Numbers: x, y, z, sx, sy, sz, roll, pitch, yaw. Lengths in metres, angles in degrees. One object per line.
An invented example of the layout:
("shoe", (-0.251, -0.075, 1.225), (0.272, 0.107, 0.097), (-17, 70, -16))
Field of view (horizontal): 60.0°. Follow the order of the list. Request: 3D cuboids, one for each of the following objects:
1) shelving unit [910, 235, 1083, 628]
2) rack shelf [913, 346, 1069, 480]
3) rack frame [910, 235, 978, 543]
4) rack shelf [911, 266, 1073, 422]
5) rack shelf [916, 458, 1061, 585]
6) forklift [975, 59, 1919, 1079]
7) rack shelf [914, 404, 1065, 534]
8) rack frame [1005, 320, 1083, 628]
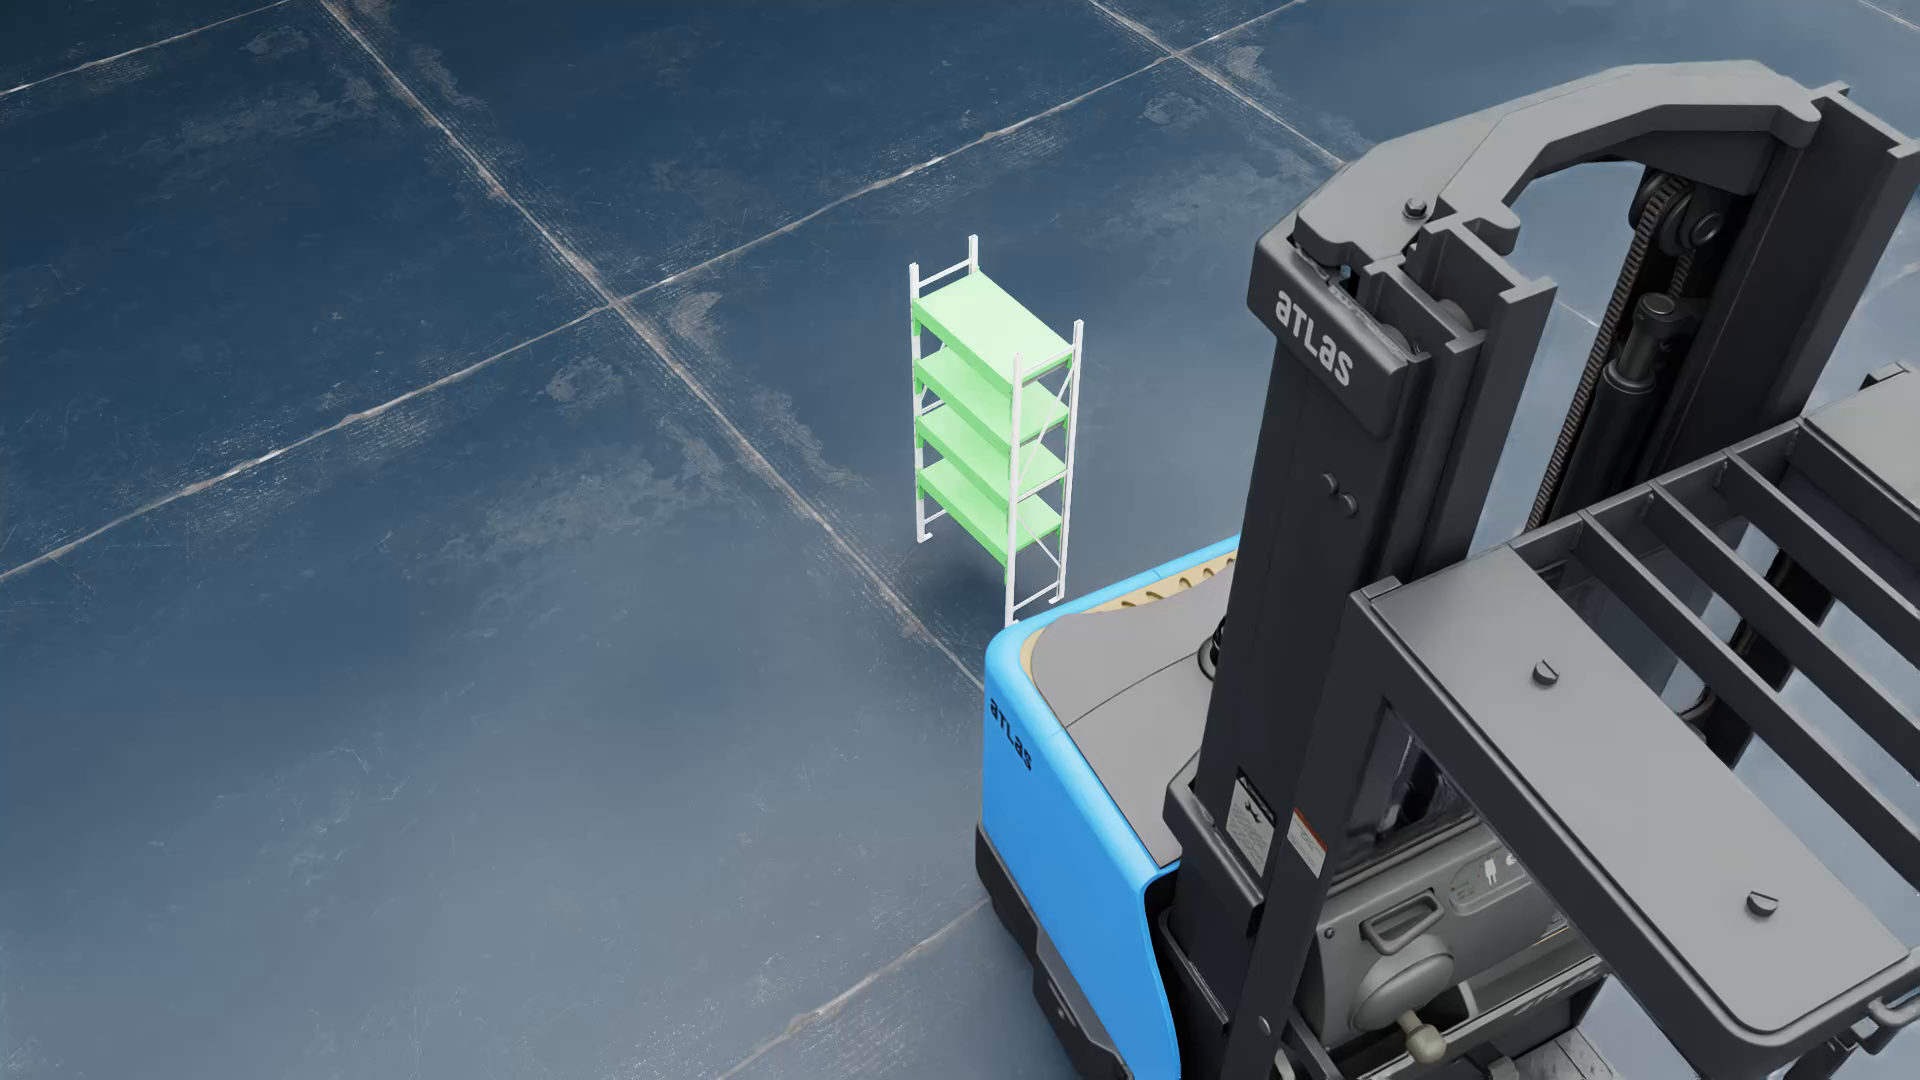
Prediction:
("shelving unit", (0.100, -0.305, 5.217), (0.258, 1.200, 0.503), (-29, 54, -24))
("rack shelf", (0.100, -0.424, 5.087), (0.258, 0.148, 0.480), (-29, 54, -24))
("rack frame", (-0.048, -0.449, 5.347), (0.240, 1.200, 0.015), (-29, 54, -24))
("rack shelf", (0.100, -0.585, 4.909), (0.258, 0.148, 0.480), (-29, 54, -24))
("rack shelf", (0.100, -0.101, 5.442), (0.258, 0.148, 0.480), (-29, 54, -24))
("forklift", (1.165, 0.784, 3.061), (1.130, 2.935, 3.031), (-21, 51, -18))
("rack shelf", (0.100, -0.262, 5.264), (0.258, 0.148, 0.480), (-29, 54, -24))
("rack frame", (0.248, -0.162, 5.087), (0.240, 1.200, 0.015), (-29, 54, -24))
